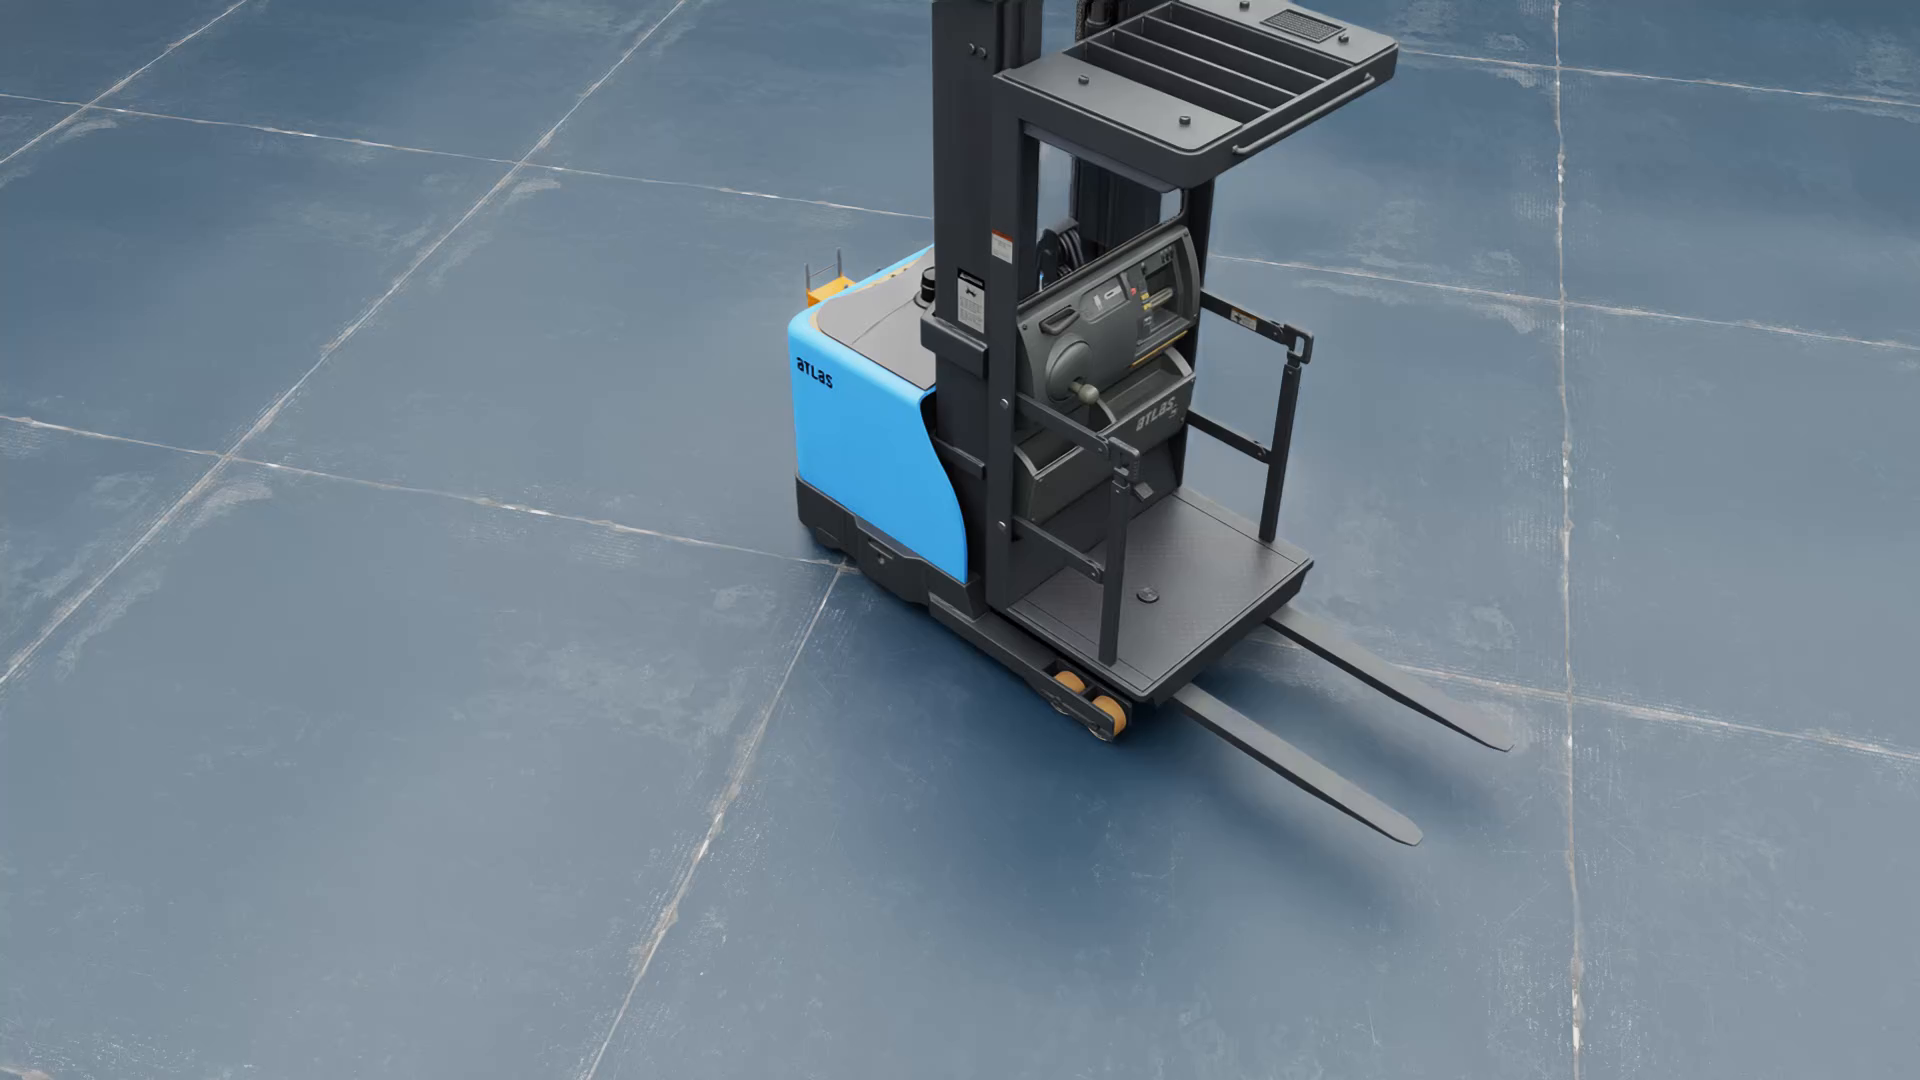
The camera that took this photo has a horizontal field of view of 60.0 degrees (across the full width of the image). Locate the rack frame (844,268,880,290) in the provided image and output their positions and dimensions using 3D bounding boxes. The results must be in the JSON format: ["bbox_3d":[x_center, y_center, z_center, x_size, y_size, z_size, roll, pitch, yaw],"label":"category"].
[{"bbox_3d":[-0.407,-0.695,7.261,0.008,1.050,0.200,32,50,32],"label":"rack frame"}]

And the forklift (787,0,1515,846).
[{"bbox_3d":[0.699,-0.742,5.855,3.031,2.935,1.130,32,50,32],"label":"forklift"}]

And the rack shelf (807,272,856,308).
[{"bbox_3d":[-0.495,-0.959,7.151,0.240,0.259,0.215,32,50,32],"label":"rack shelf"}]

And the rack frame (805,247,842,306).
[{"bbox_3d":[-0.582,-0.804,7.392,0.008,1.050,0.200,32,50,32],"label":"rack frame"}]

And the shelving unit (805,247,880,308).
[{"bbox_3d":[-0.495,-0.750,7.326,0.252,1.050,0.215,32,50,32],"label":"shelving unit"}]
